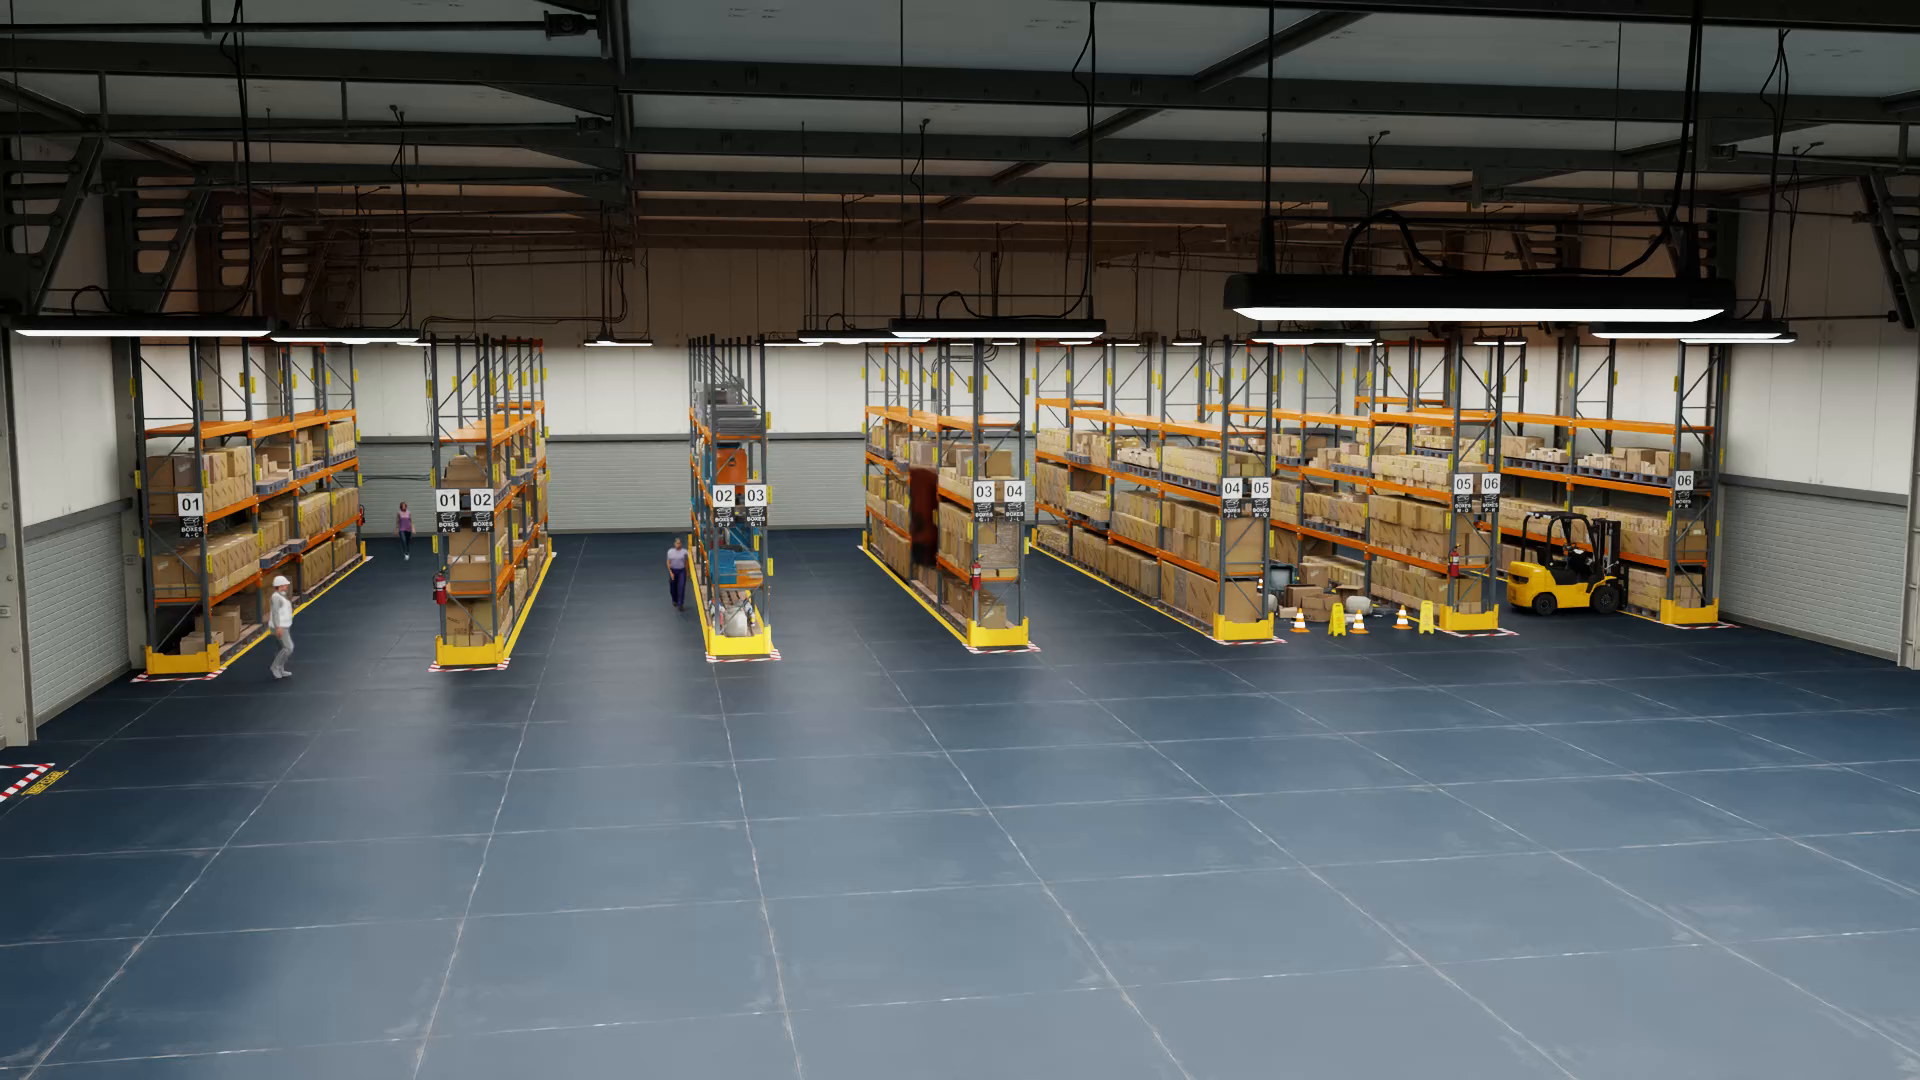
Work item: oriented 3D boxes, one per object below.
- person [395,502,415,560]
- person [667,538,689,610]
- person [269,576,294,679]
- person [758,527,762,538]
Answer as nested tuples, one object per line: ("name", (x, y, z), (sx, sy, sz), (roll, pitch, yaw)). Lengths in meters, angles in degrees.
("person", (-15.151, -0.271, 45.432), (0.506, 1.524, 0.981), (-4, 8, -32))
("person", (-6.235, 0.733, 36.684), (0.473, 1.571, 1.025), (-1, 7, -6))
("person", (-11.818, 1.514, 28.997), (0.425, 1.782, 0.566), (-1, 7, -8))
("person", (-6.191, -0.941, 50.625), (0.886, 1.736, 0.562), (4, 7, 29))
